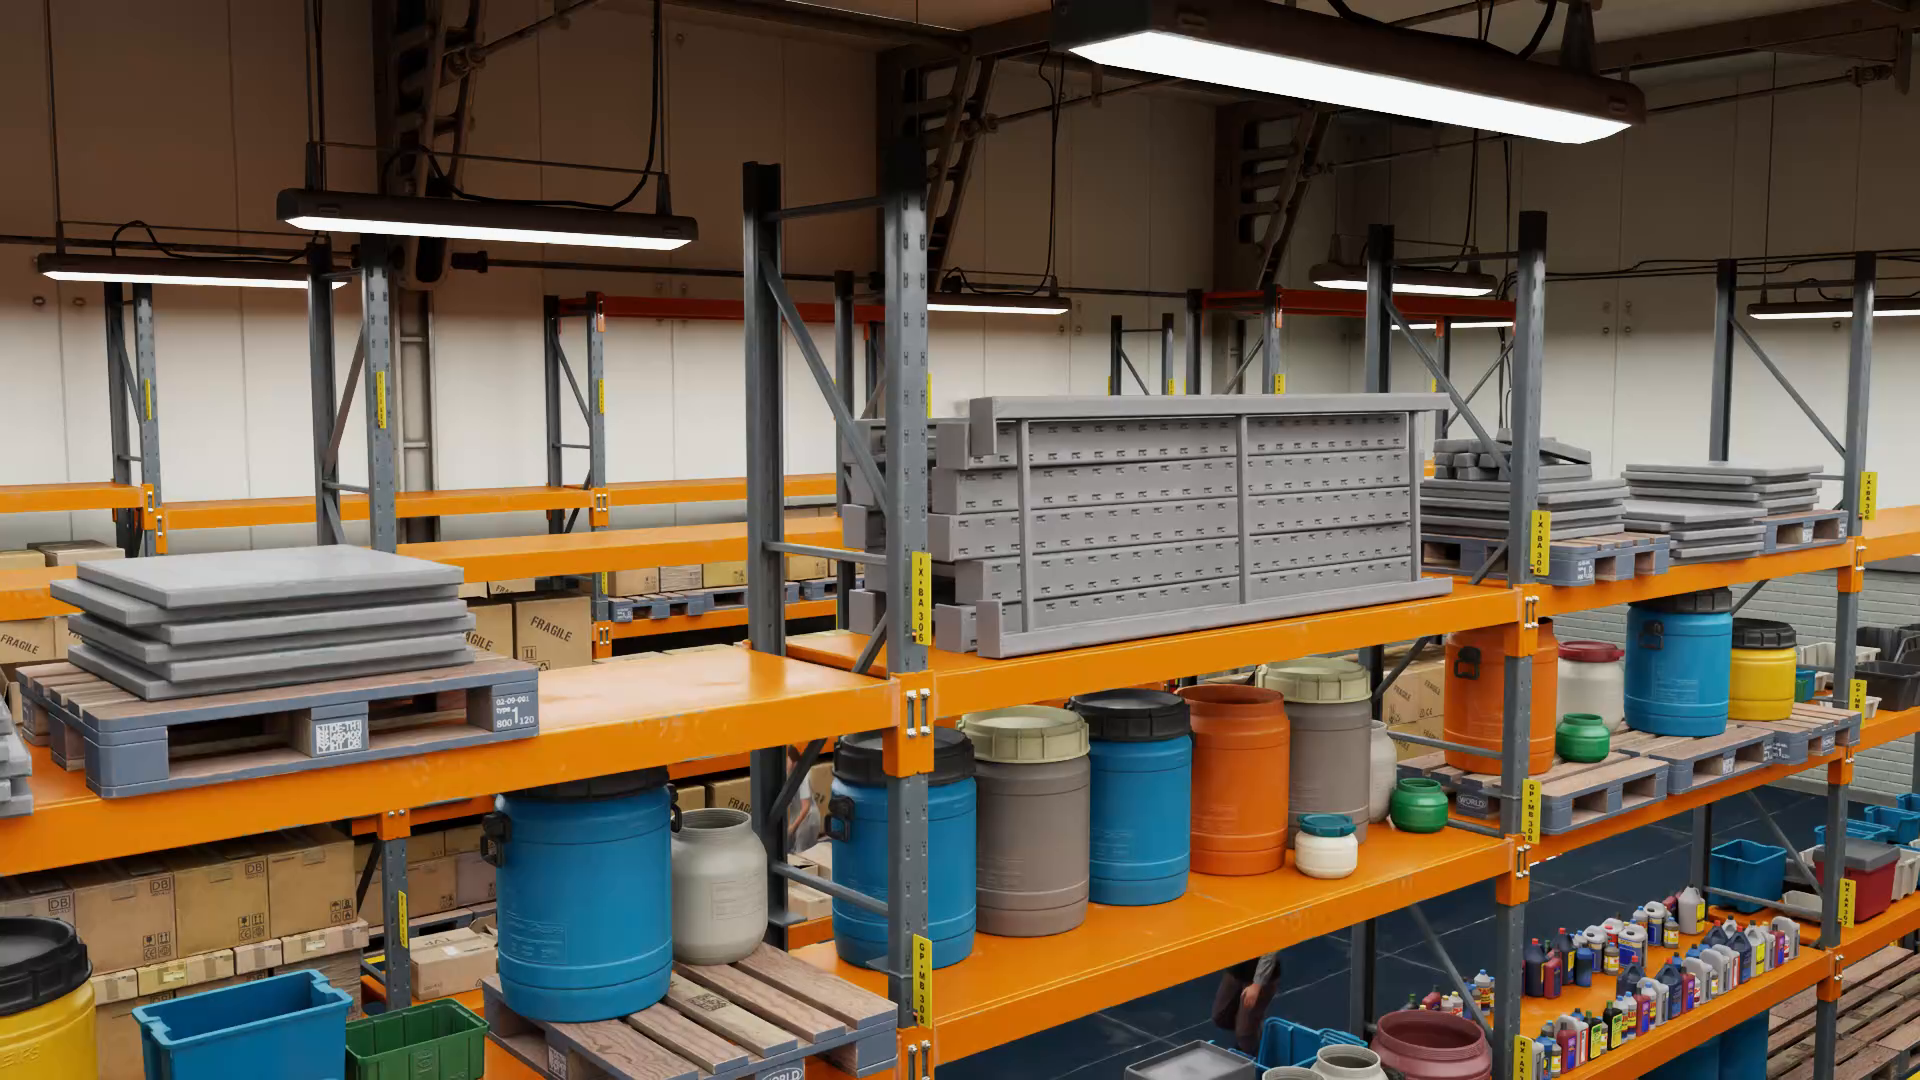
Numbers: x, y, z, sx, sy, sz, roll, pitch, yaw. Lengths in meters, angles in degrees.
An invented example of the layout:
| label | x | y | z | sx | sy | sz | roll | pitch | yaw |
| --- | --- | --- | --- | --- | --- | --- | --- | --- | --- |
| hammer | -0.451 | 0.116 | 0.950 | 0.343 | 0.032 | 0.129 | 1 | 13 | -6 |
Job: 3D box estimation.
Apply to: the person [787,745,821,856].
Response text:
| label | x | y | z | sx | sy | sz | roll | pitch | yaw |
| --- | --- | --- | --- | --- | --- | --- | --- | --- | --- |
| person | -1.557 | 2.783 | 16.398 | 0.646 | 1.583 | 0.539 | -3 | 6 | -32 |

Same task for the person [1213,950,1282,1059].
| label | x | y | z | sx | sy | sz | roll | pitch | yaw |
| --- | --- | --- | --- | --- | --- | --- | --- | --- | --- |
| person | 2.144 | 3.155 | 12.162 | 0.556 | 1.683 | 0.758 | -2 | 6 | -21 |
